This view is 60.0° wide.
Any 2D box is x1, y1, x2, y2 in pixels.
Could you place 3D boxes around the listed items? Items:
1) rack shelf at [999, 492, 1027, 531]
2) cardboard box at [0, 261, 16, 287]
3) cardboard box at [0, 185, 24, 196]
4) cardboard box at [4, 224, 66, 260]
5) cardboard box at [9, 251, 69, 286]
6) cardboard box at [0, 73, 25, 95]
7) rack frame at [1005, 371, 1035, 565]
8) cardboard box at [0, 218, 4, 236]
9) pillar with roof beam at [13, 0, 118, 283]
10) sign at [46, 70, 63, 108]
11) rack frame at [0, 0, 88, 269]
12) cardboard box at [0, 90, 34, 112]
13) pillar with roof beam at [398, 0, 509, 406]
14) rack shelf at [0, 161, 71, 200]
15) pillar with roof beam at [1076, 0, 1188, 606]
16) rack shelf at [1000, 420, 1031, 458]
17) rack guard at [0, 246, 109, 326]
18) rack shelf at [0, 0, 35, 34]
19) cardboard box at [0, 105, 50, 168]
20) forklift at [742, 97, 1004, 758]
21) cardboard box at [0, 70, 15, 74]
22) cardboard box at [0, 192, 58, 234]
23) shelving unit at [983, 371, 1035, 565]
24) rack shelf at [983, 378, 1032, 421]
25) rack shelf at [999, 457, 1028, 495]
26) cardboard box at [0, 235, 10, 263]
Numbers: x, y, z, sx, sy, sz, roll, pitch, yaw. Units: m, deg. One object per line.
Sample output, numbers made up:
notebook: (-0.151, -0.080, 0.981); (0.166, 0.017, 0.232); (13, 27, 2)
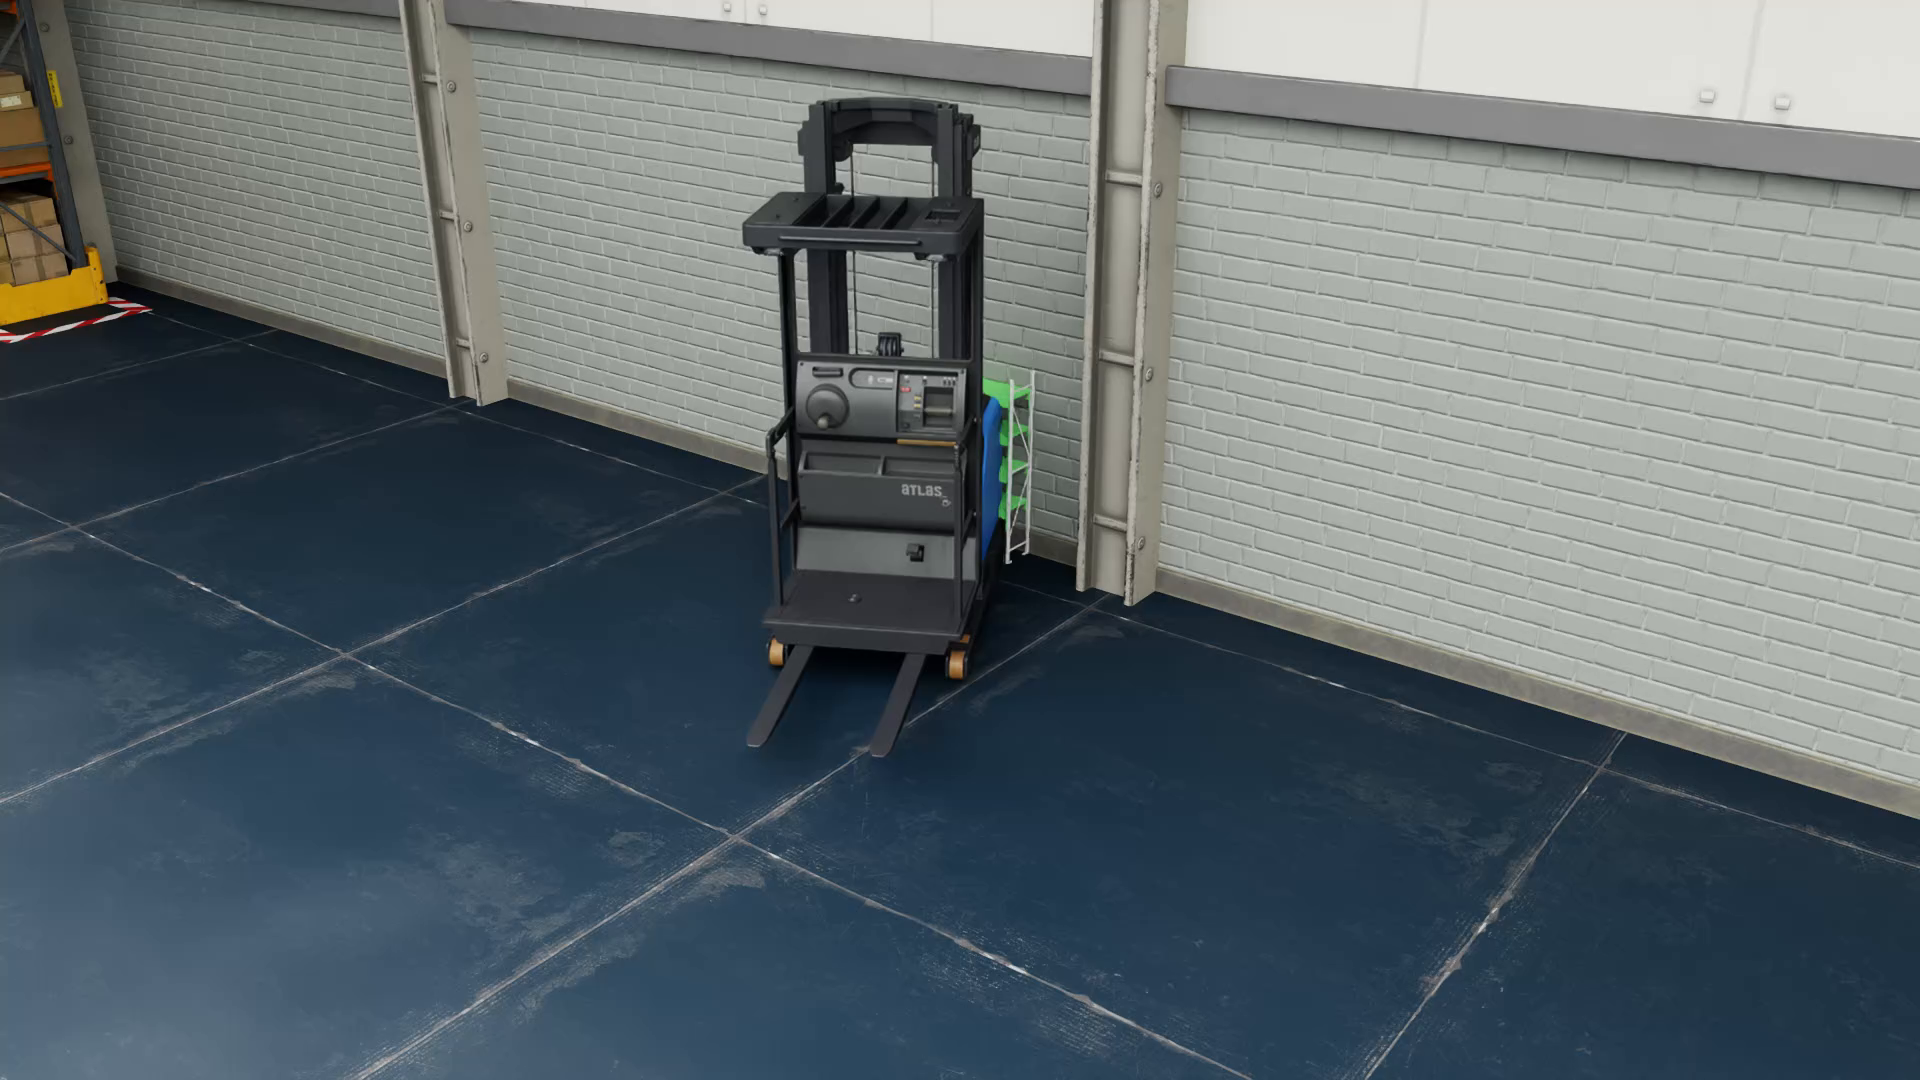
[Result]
rack shelf: (0.167, -0.216, 10.488); (0.480, 0.148, 0.258); (16, 27, 33)
cardboard box: (-9.204, -2.464, 15.511); (0.500, 0.250, 0.500); (17, 29, 34)
cardboard box: (-9.311, -3.207, 15.957); (0.500, 0.250, 0.500); (17, 29, 33)
cardboard box: (-8.890, -2.862, 15.794); (0.500, 0.250, 0.500); (17, 29, 34)
cardboard box: (-8.914, -2.634, 15.898); (0.500, 0.250, 0.500); (17, 29, 34)
cardboard box: (-8.779, -4.147, 15.145); (0.250, 0.149, 0.380); (16, 28, 32)
rack frame: (0.369, -0.438, 10.239); (0.015, 1.200, 0.240); (16, 27, 33)
cardboard box: (-9.194, -2.921, 15.308); (0.500, 0.250, 0.500); (18, 29, 35)
pillar with roof beam: (-11.237, -5.334, 11.695); (0.400, 9.000, 9.100); (17, 29, 33)
sign: (-8.300, -4.128, 15.228); (0.005, 0.325, 0.100); (17, 29, 33)
rack frame: (-8.638, -3.518, 15.015); (0.127, 3.000, 1.000); (17, 29, 33)
cardboard box: (-8.754, -4.027, 15.240); (0.250, 0.149, 0.380); (16, 28, 32)
pillar with roof beam: (-6.435, -3.883, 8.402); (0.400, 9.000, 9.100); (17, 29, 33)
rack shelf: (-10.238, -3.673, 16.258); (4.000, 0.370, 1.077); (17, 29, 33)
pillar with roof beam: (-1.634, -2.432, 5.109); (0.400, 9.000, 9.100); (17, 29, 33)
rack shelf: (0.174, -0.659, 10.302); (0.480, 0.148, 0.258); (16, 27, 33)
rack guard: (-8.619, -2.369, 15.506); (0.348, 0.500, 1.175); (17, 29, 33)
rack shelf: (-10.238, -5.045, 15.653); (4.000, 0.370, 1.077); (17, 29, 33)
cardboard box: (-8.868, -3.774, 15.470); (0.500, 0.500, 0.500); (18, 29, 35)
forklift: (-0.457, -0.735, 8.782); (1.130, 2.935, 3.031); (4, 24, 8)
cardboard box: (-8.954, -4.232, 15.337); (0.250, 0.149, 0.380); (18, 29, 35)
cardboard box: (-8.909, -3.087, 15.686); (0.500, 0.250, 0.500); (16, 29, 33)
shelving unit: (0.171, -0.496, 10.370); (0.503, 1.200, 0.258); (16, 27, 33)
rack shelf: (0.177, -0.880, 10.209); (0.480, 0.148, 0.258); (16, 27, 33)
rack shelf: (0.171, -0.438, 10.395); (0.480, 0.148, 0.258); (16, 27, 33)
cardboard box: (-9.215, -2.698, 15.422); (0.500, 0.250, 0.500); (16, 29, 33)
